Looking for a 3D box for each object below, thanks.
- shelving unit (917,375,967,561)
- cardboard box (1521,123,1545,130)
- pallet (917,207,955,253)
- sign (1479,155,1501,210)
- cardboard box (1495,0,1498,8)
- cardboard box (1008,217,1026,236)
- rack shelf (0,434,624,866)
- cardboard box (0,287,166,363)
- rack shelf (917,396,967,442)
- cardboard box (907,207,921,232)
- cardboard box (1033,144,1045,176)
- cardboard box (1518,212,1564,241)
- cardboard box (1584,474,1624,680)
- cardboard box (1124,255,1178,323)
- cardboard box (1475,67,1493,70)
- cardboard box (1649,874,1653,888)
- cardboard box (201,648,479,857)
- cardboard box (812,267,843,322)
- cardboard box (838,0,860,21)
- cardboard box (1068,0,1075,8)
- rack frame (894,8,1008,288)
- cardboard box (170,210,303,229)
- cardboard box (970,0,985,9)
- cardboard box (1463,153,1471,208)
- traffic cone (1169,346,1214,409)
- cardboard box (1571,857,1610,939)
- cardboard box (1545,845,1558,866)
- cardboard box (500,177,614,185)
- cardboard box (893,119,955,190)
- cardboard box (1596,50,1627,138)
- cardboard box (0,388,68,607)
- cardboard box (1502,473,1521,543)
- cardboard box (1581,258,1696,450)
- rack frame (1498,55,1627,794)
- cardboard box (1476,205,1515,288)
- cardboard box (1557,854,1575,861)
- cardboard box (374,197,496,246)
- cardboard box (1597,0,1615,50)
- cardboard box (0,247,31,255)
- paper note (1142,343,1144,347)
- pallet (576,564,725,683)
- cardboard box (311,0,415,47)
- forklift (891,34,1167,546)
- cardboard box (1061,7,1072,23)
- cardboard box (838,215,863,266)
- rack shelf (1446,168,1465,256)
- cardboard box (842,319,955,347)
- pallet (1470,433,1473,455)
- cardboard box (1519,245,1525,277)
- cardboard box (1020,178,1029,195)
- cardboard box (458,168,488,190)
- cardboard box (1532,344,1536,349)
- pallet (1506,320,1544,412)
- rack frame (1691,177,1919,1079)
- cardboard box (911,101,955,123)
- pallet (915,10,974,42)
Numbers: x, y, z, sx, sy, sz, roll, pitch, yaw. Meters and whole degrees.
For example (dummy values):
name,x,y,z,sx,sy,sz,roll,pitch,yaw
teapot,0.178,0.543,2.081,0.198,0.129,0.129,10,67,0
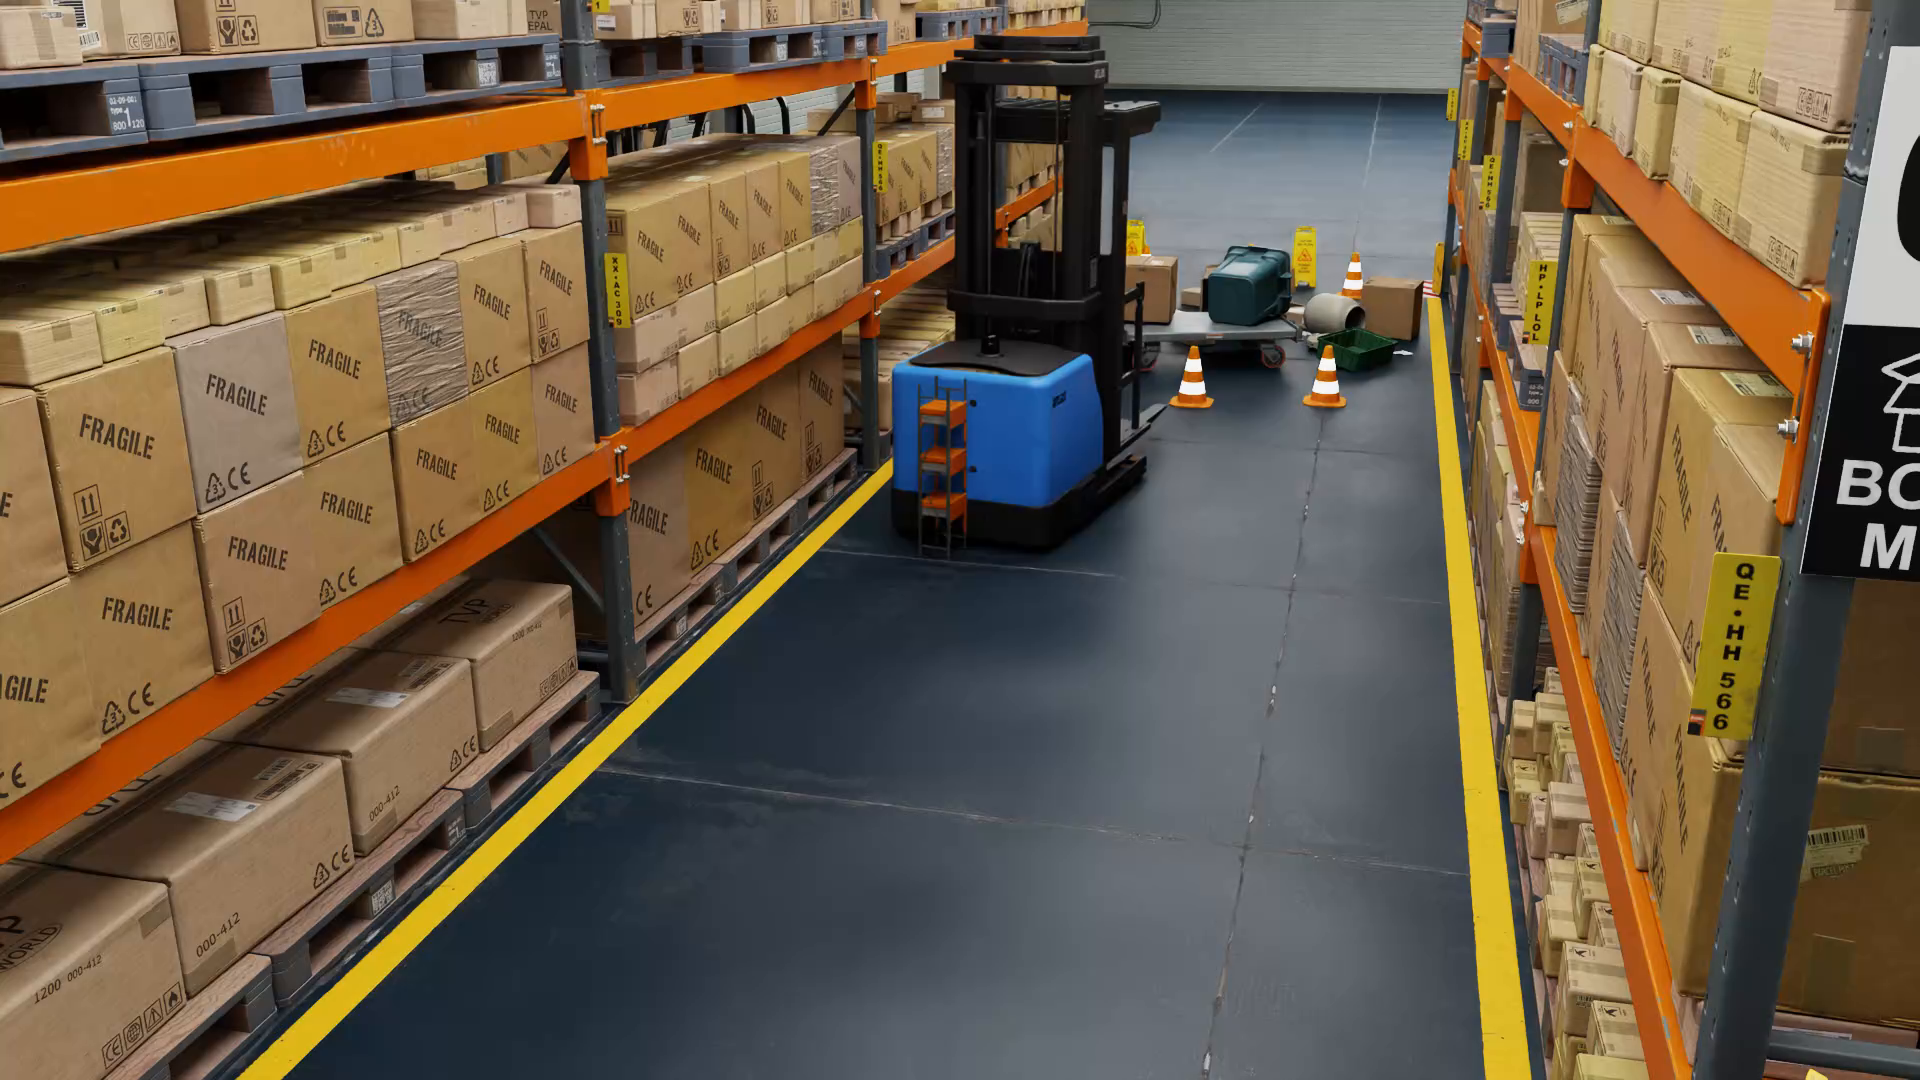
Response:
name,x,y,z,sx,sy,sz,roll,pitch,yaw
shelving unit,-0.103,-0.420,9.794,0.215,1.050,0.252,8,20,22
cardboard box,4.128,-2.562,11.345,0.700,0.500,0.500,4,19,13
pallet,-0.617,-2.474,13.086,1.003,0.211,1.213,5,19,13
sign,3.224,-2.172,10.116,0.100,0.325,0.005,5,19,13
cardboard box,3.917,-3.861,11.252,0.500,0.500,0.500,5,19,13
cardboard box,0.411,-2.952,15.630,0.380,0.149,0.250,5,19,14
rack shelf,-2.527,0.280,5.840,1.077,0.370,4.000,5,19,13
cardboard box,-2.444,-0.594,4.582,0.380,0.149,0.250,4,19,12
rack shelf,-0.103,-0.679,9.706,0.215,0.259,0.240,8,20,22
cardboard box,-0.501,-2.361,12.197,0.380,0.149,0.250,5,19,14
cardboard box,0.529,-3.814,16.099,0.500,0.500,0.500,4,19,13
cardboard box,3.462,-1.812,9.671,0.380,0.149,0.250,5,19,13
cardboard box,2.046,0.100,4.638,0.500,0.500,0.500,6,20,16
cardboard box,1.649,-2.239,14.797,0.500,0.500,0.500,5,19,13
cardboard box,5.545,-4.378,16.462,0.875,0.550,0.550,5,19,13
cardboard box,1.758,0.765,3.694,0.380,0.149,0.250,4,19,13
cardboard box,-2.514,0.796,6.532,0.875,0.438,0.875,4,19,12
cardboard box,-1.043,-1.529,10.257,0.500,0.250,0.500,5,19,14
cardboard box,-1.007,-3.478,10.279,0.797,0.503,0.637,3,19,10
cardboard box,0.892,-5.599,17.071,0.500,0.250,0.500,4,19,13
rack frame,-0.084,-3.195,14.900,1.000,3.000,0.127,5,19,13
cardboard box,-2.649,-1.117,6.112,0.380,0.149,0.250,4,19,12
cardboard box,-0.086,-4.547,13.802,0.500,0.250,0.500,4,19,12
cardboard box,4.932,-3.197,14.675,0.875,0.550,0.550,5,19,13
traffic cone,1.869,-1.325,13.351,0.336,0.463,0.334,5,19,13
cardboard box,2.094,1.120,5.107,0.380,0.149,0.250,5,19,14
cardboard box,2.297,1.160,5.911,0.380,0.149,0.250,4,19,12
cardboard box,-2.054,-1.530,8.325,0.500,0.500,0.500,5,19,14
cardboard box,-0.226,-3.102,13.363,0.500,0.500,0.500,5,20,15
cardboard box,2.304,-1.394,5.221,0.500,0.250,0.500,4,19,13
cardboard box,-2.622,-0.082,4.085,0.500,0.500,0.500,4,19,12
cardboard box,2.861,-0.112,7.932,0.500,0.250,0.500,6,20,16
cardboard box,2.175,-0.548,4.989,0.500,0.500,0.500,5,19,14
rack frame,2.786,-0.328,6.507,1.000,3.000,0.127,5,19,13
cardboard box,3.736,-1.948,11.094,0.500,0.500,0.500,5,19,13
cardboard box,2.229,1.104,5.614,0.380,0.149,0.250,6,20,16
cardboard box,-2.045,-1.241,6.476,0.380,0.149,0.250,5,19,13
cardboard box,2.436,-1.781,5.579,0.500,0.250,0.500,5,20,15
cardboard box,-6.199,-1.866,10.206,0.700,0.500,0.500,5,19,13
paper note,1.700,-1.821,15.471,0.148,0.019,0.142,5,19,13
pallet,-1.923,0.385,8.735,1.003,0.211,1.213,5,19,13
cardboard box,-2.337,-1.976,5.728,0.797,0.503,0.637,6,20,18
forklift,0.631,-1.787,10.885,1.130,2.935,3.031,8,20,22
cardboard box,0.950,-5.454,17.262,0.380,0.149,0.250,5,20,15
cardboard box,-0.933,-1.935,10.669,0.500,0.250,0.500,5,19,13
rack shelf,5.229,-3.122,15.799,1.077,0.370,4.000,5,19,13
cardboard box,-0.550,-1.542,13.476,0.950,0.372,0.625,5,20,15
pallet,4.029,-0.503,11.334,1.003,0.211,1.213,5,19,13
cardboard box,3.386,-1.581,9.455,0.380,0.149,0.250,6,20,16
cardboard box,0.445,-3.393,15.869,0.380,0.149,0.250,5,20,15
cardboard box,-4.768,-3.336,15.545,0.500,0.250,0.500,5,20,15
cardboard box,3.071,-1.040,8.331,0.380,0.149,0.250,4,19,12
pallet,3.320,-0.867,8.382,1.003,0.211,1.213,5,19,13
rack frame,1.809,0.926,2.836,1.000,3.000,0.127,5,19,13
cardboard box,-0.178,-3.421,13.294,0.380,0.149,0.250,4,19,11
pallet,-0.588,-4.015,12.951,1.213,0.211,1.003,5,19,13
